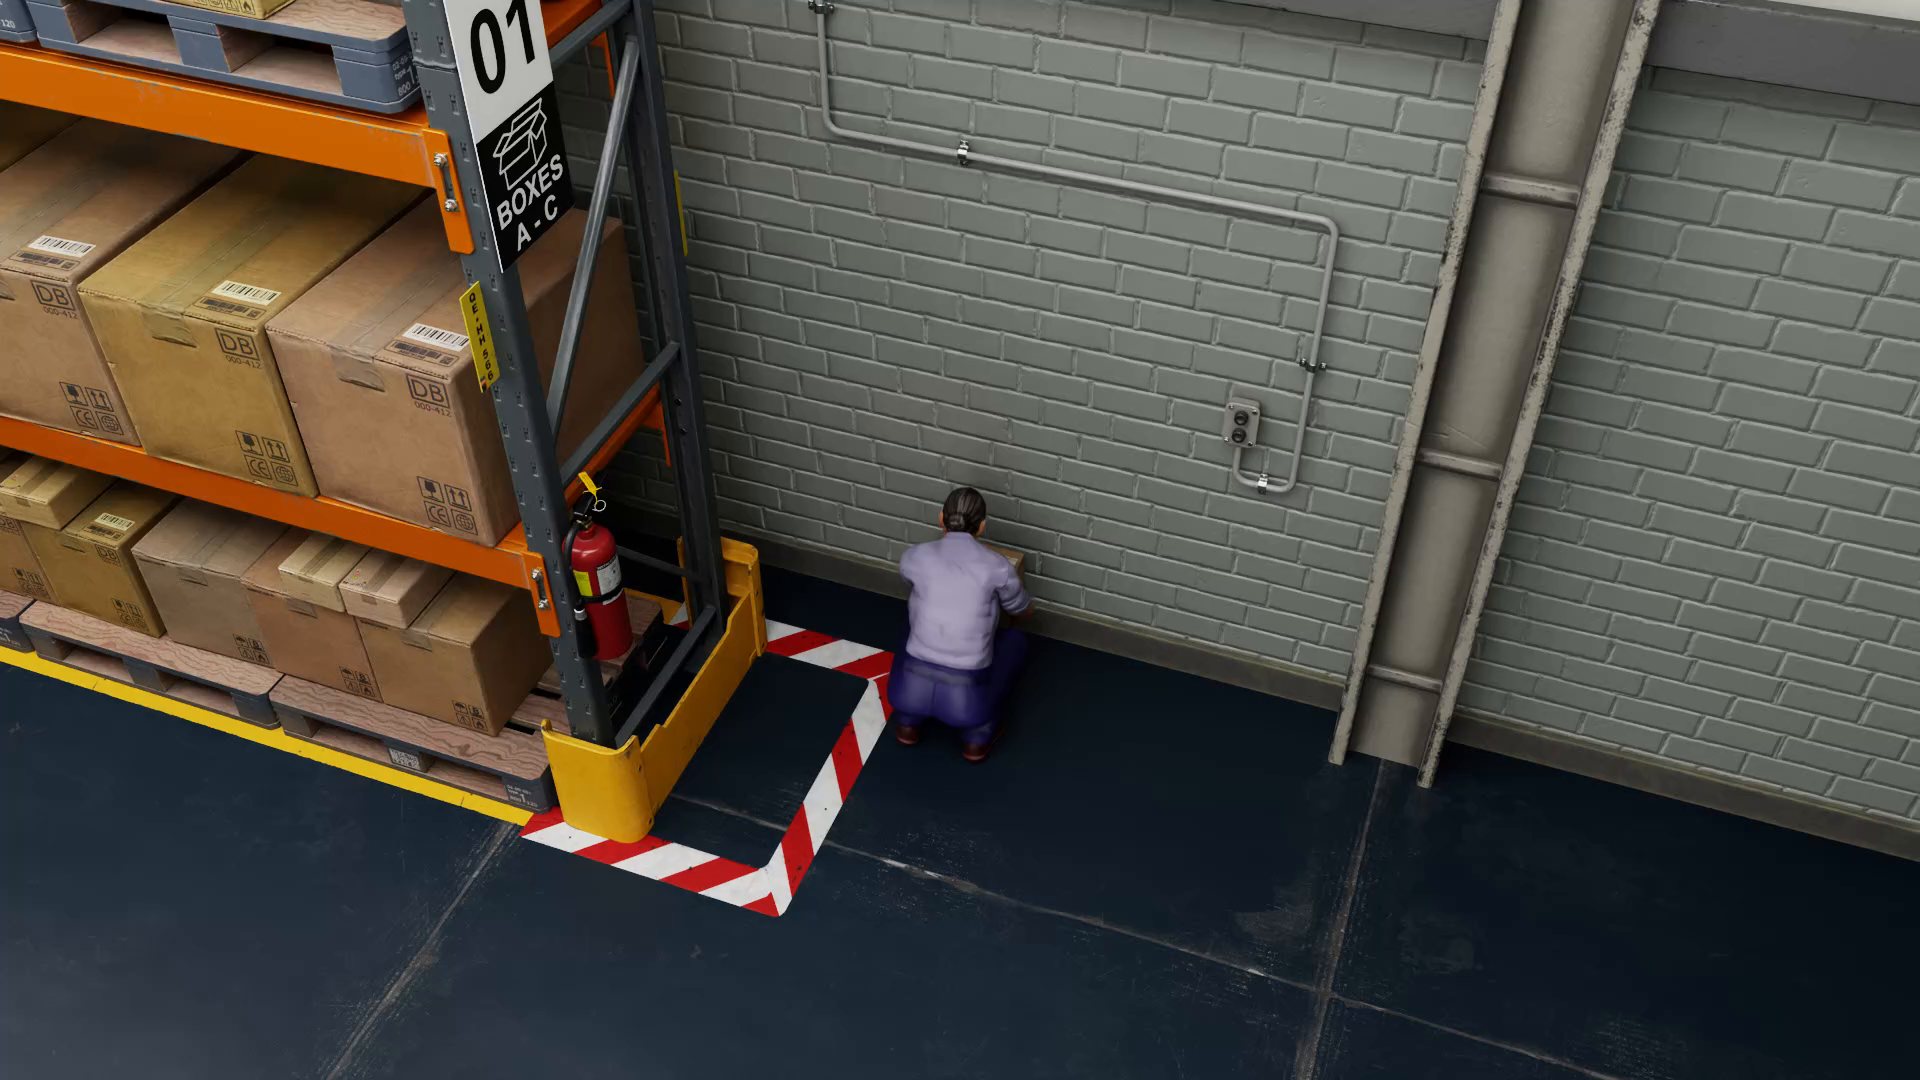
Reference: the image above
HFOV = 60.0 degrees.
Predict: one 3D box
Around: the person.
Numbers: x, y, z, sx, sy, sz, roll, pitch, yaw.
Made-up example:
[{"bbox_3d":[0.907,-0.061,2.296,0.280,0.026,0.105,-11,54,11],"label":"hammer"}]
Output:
[{"bbox_3d":[-0.004,0.313,6.376,0.529,0.925,0.838,12,43,13],"label":"person"}]
